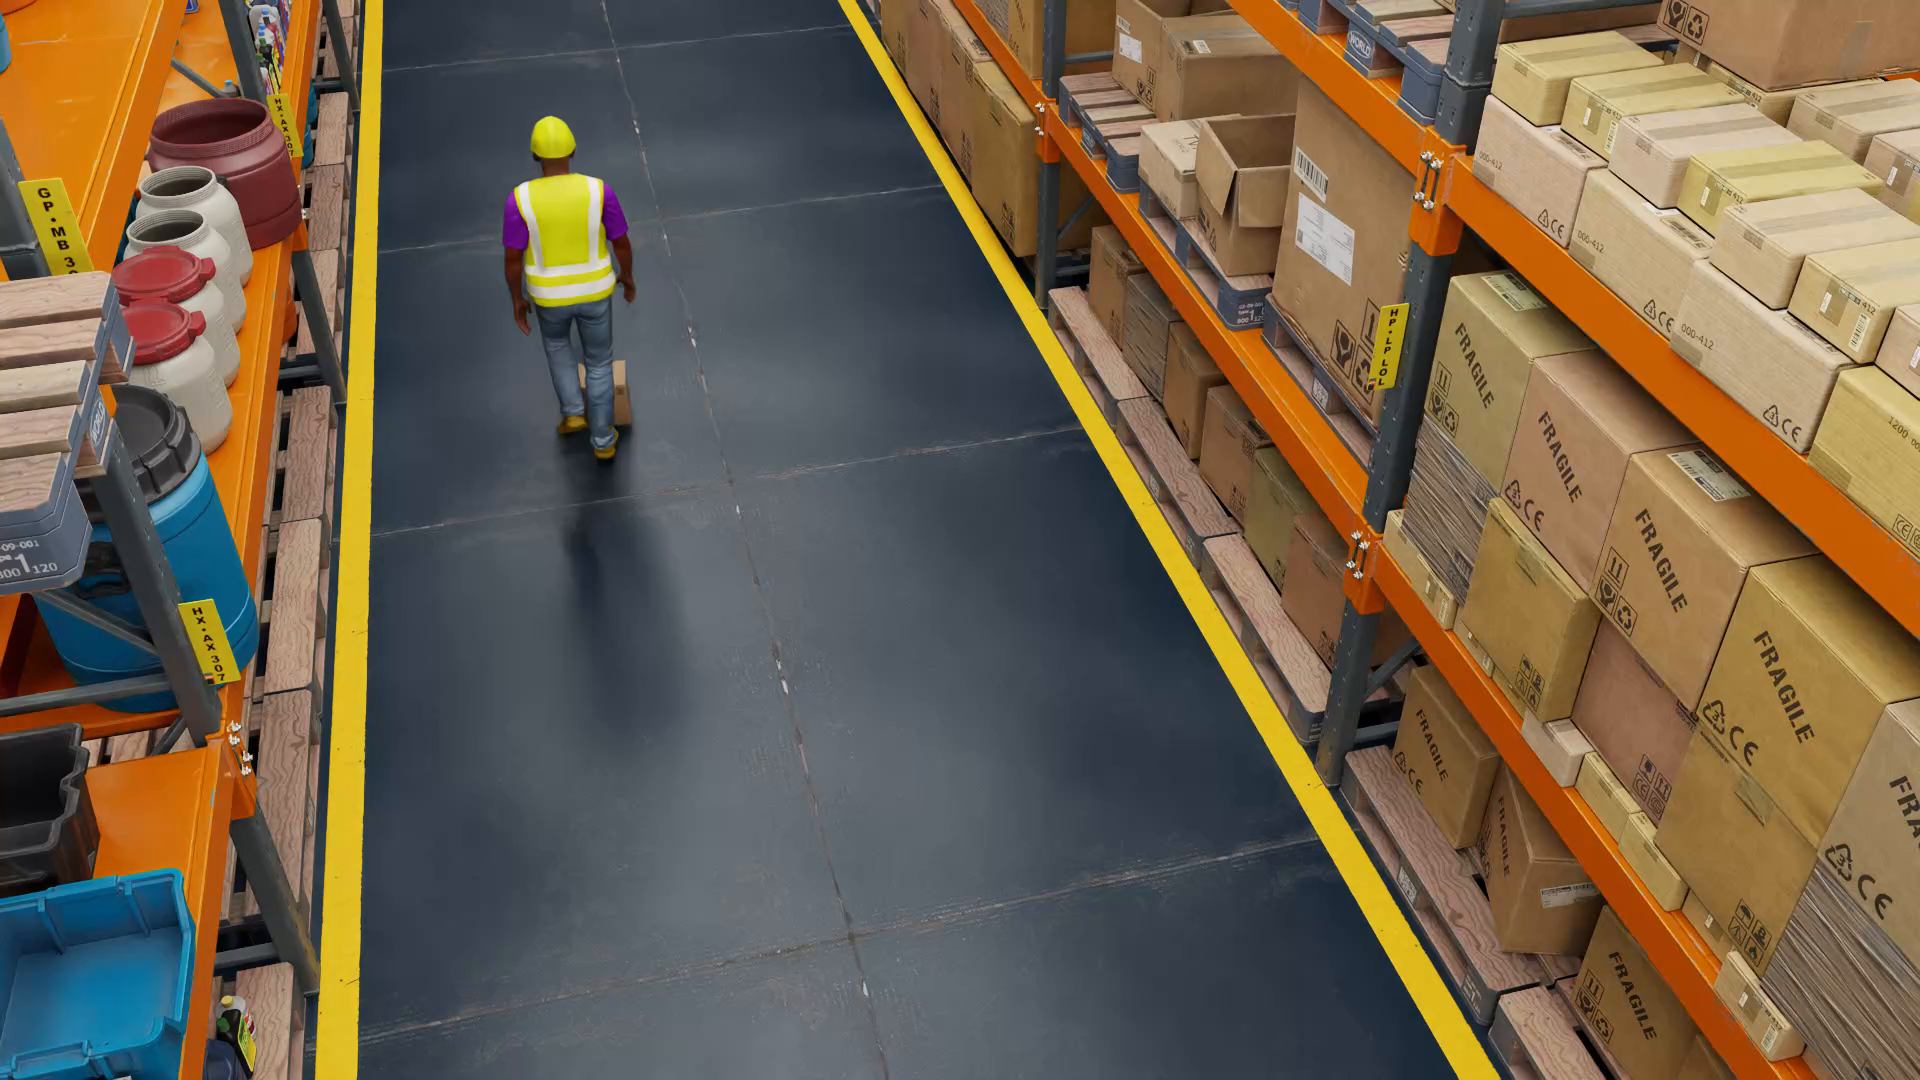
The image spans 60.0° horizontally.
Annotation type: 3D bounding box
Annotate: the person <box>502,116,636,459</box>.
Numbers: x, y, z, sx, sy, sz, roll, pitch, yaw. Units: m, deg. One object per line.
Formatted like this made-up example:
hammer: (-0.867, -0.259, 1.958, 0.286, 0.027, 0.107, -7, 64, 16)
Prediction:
person: (-1.916, -1.234, 8.259, 0.614, 1.772, 0.530, -8, 39, -10)
